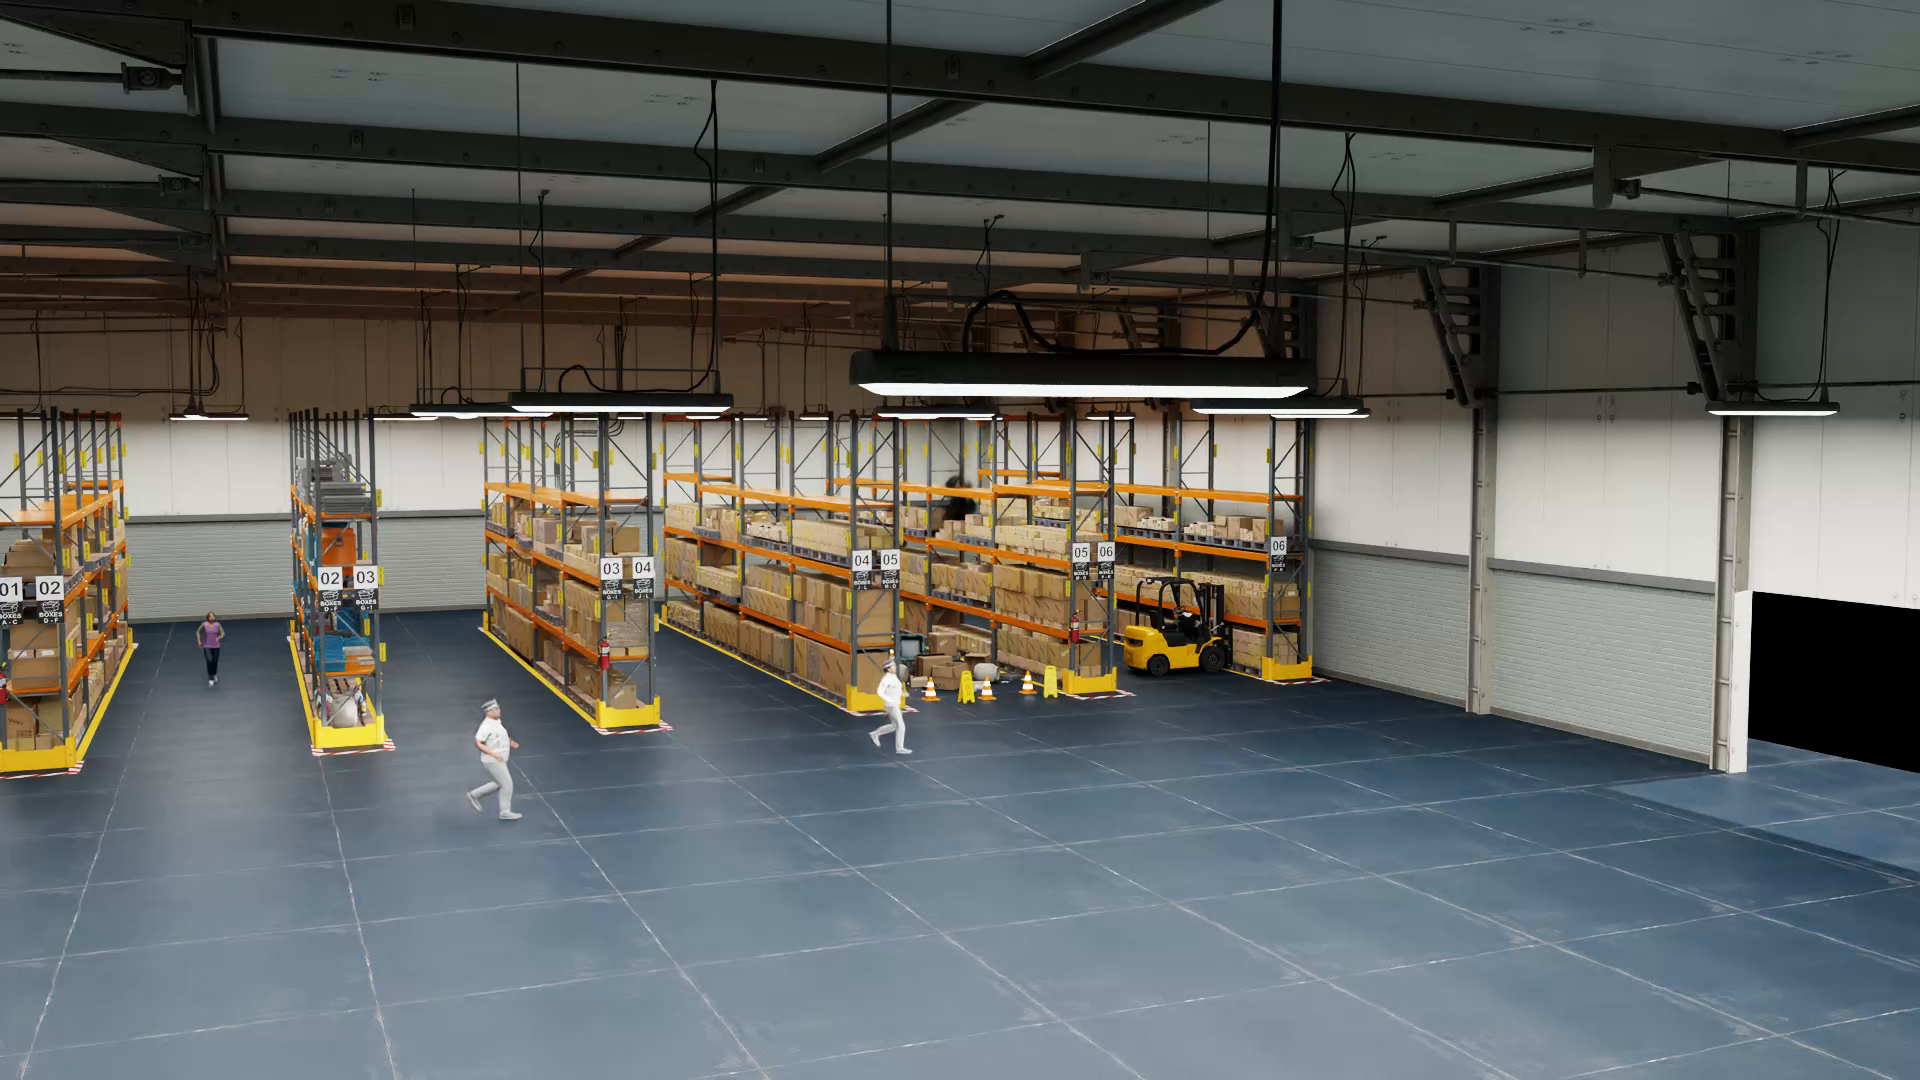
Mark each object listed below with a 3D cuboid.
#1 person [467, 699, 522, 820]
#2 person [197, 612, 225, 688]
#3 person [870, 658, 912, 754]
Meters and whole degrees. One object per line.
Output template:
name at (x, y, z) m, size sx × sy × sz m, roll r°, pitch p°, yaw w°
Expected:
person at (-6.754, 3.163, 24.036) m, size 0.813 × 1.745 × 0.674 m, roll 0°, pitch 4°, yaw -2°
person at (-16.389, 2.374, 36.417) m, size 0.549 × 1.628 × 0.754 m, roll -3°, pitch 5°, yaw -32°
person at (-1.216, 2.871, 28.837) m, size 0.785 × 1.657 × 0.625 m, roll 1°, pitch 4°, yaw 13°
